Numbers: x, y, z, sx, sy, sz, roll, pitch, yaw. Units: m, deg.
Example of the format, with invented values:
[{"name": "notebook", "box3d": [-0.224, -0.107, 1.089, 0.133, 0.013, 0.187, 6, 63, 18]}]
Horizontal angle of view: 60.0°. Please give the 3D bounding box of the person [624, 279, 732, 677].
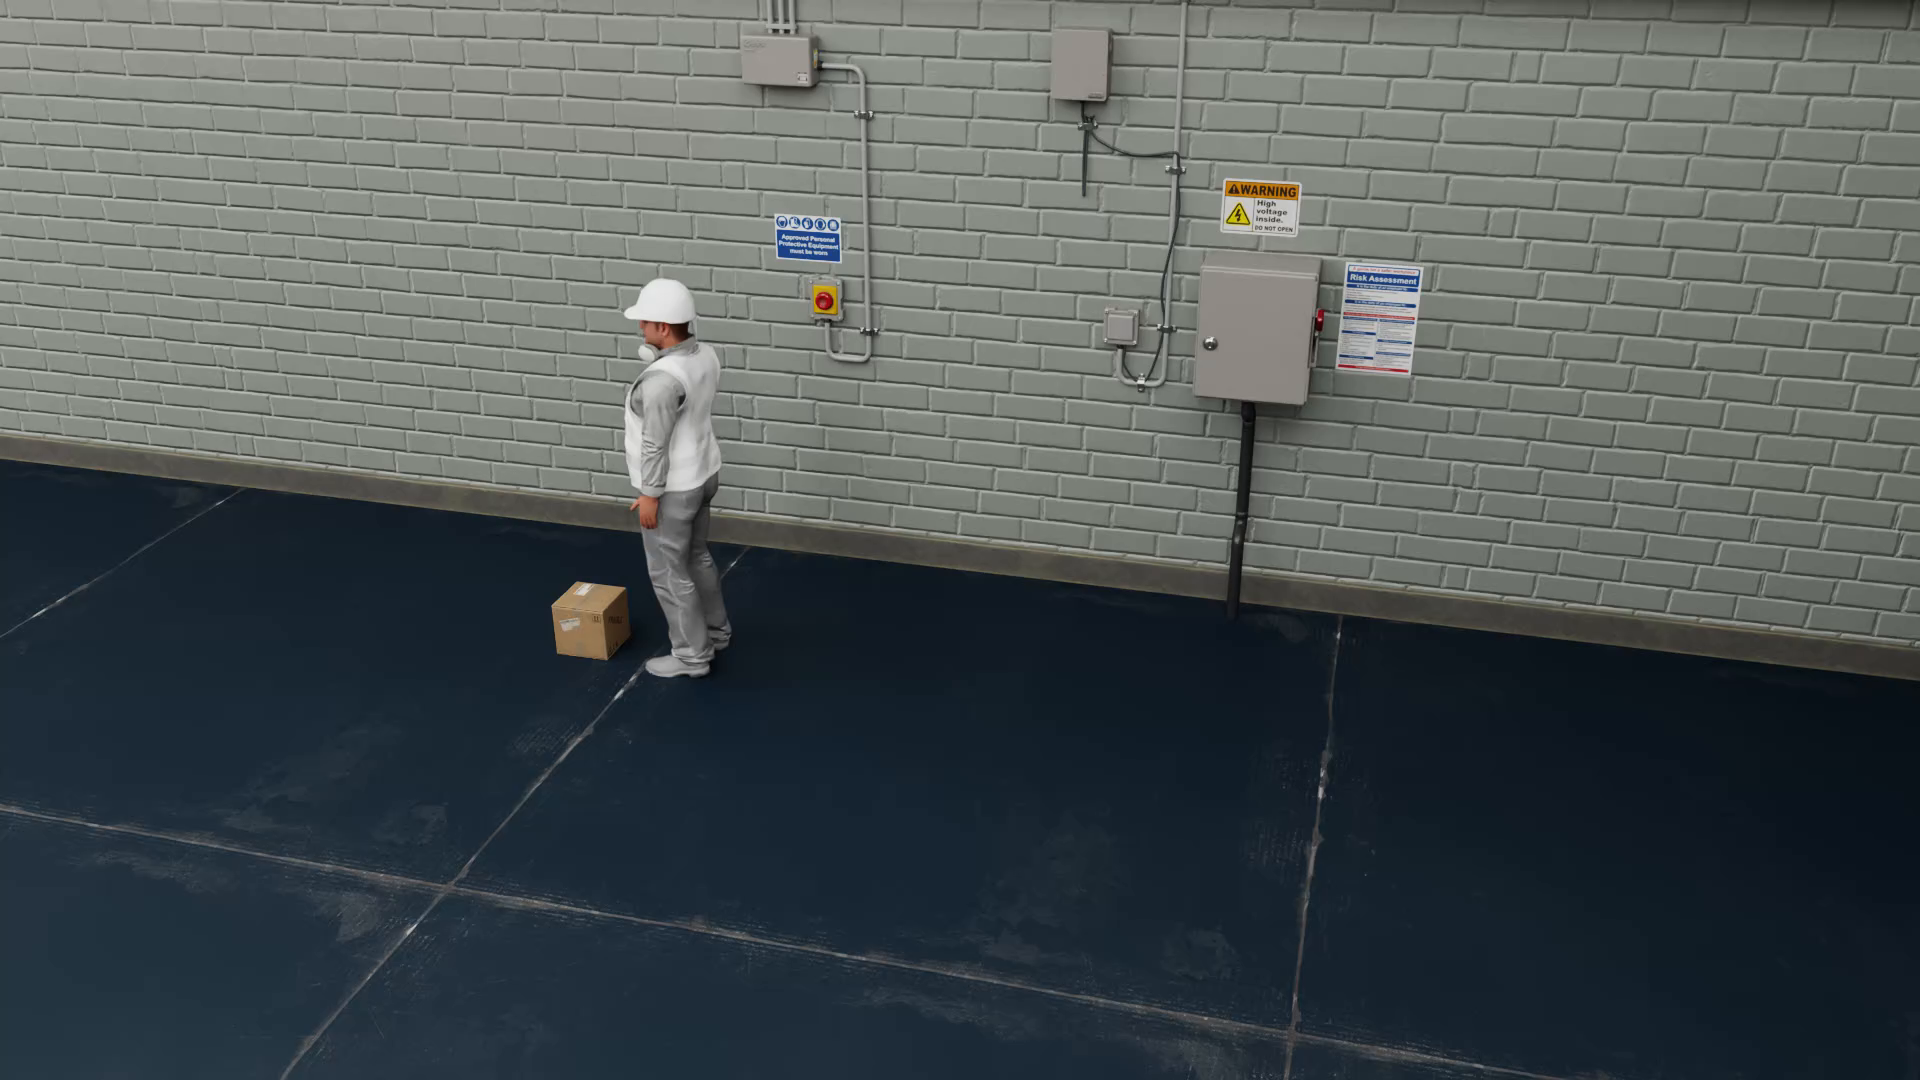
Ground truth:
[{"name": "person", "box3d": [-1.229, -0.255, 7.144, 0.353, 1.778, 0.532, 7, 26, 14]}]
